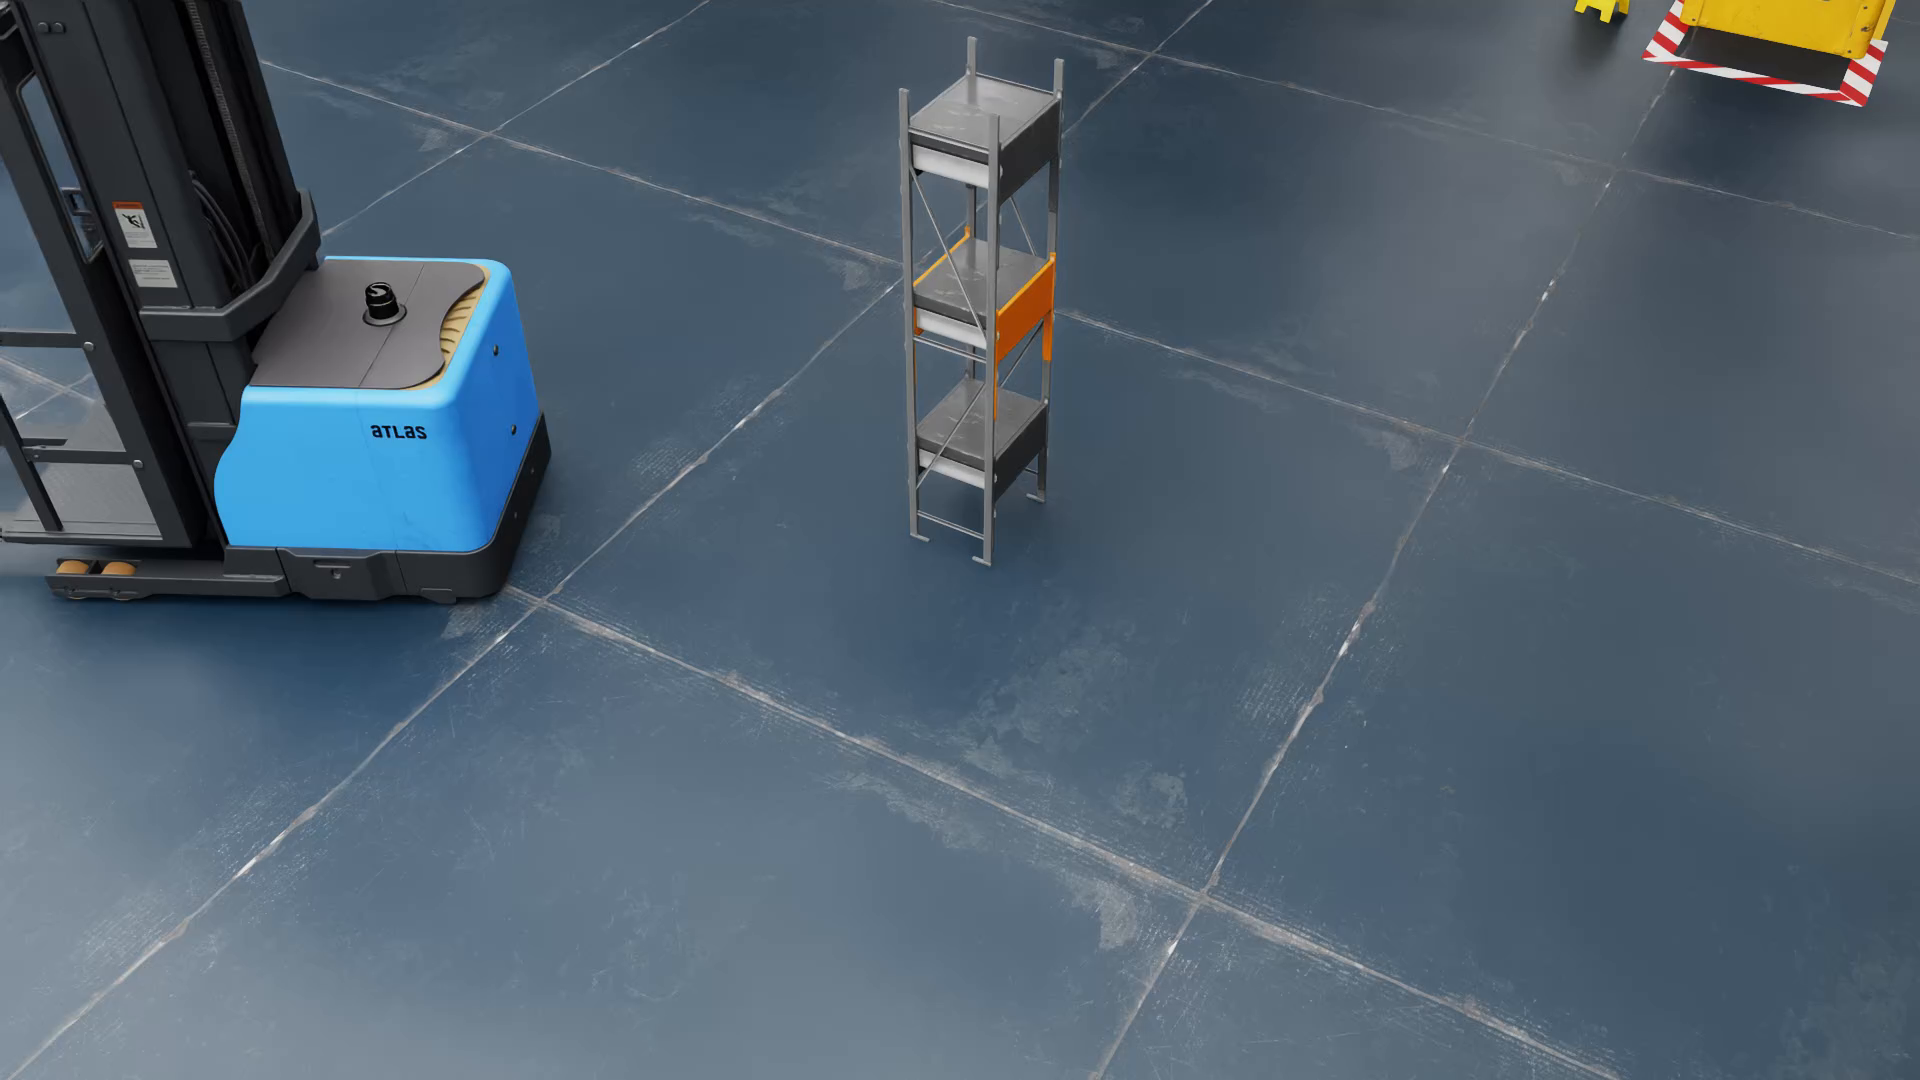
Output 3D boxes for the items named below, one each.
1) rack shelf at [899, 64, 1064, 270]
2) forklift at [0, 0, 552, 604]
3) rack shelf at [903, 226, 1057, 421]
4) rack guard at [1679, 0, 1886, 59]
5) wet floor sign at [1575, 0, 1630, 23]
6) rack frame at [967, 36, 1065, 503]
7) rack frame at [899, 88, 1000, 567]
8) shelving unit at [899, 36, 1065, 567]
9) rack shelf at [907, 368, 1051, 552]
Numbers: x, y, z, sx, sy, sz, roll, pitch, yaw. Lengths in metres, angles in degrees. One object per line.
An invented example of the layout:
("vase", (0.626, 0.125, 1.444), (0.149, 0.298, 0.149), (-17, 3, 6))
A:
("rack shelf", (0.083, -1.398, 6.210), (0.431, 0.518, 0.480), (21, 45, 22))
("forklift", (-3.394, -1.194, 6.389), (3.031, 2.935, 1.130), (2, 41, 2))
("rack shelf", (0.083, -0.872, 6.673), (0.431, 0.518, 0.480), (21, 45, 22))
("rack guard", (5.430, -3.584, 10.941), (1.175, 0.500, 0.348), (21, 45, 22))
("wet floor sign", (4.370, -3.840, 11.122), (0.232, 0.644, 0.267), (-29, 49, -29))
("rack frame", (0.205, -1.022, 6.822), (0.400, 2.100, 0.015), (21, 45, 22))
("rack frame", (-0.039, -0.743, 6.505), (0.400, 2.100, 0.015), (21, 45, 22))
("shelving unit", (0.083, -0.883, 6.664), (0.431, 2.100, 0.503), (21, 45, 22))
("rack shelf", (0.083, -0.347, 7.135), (0.431, 0.518, 0.480), (21, 45, 22))
